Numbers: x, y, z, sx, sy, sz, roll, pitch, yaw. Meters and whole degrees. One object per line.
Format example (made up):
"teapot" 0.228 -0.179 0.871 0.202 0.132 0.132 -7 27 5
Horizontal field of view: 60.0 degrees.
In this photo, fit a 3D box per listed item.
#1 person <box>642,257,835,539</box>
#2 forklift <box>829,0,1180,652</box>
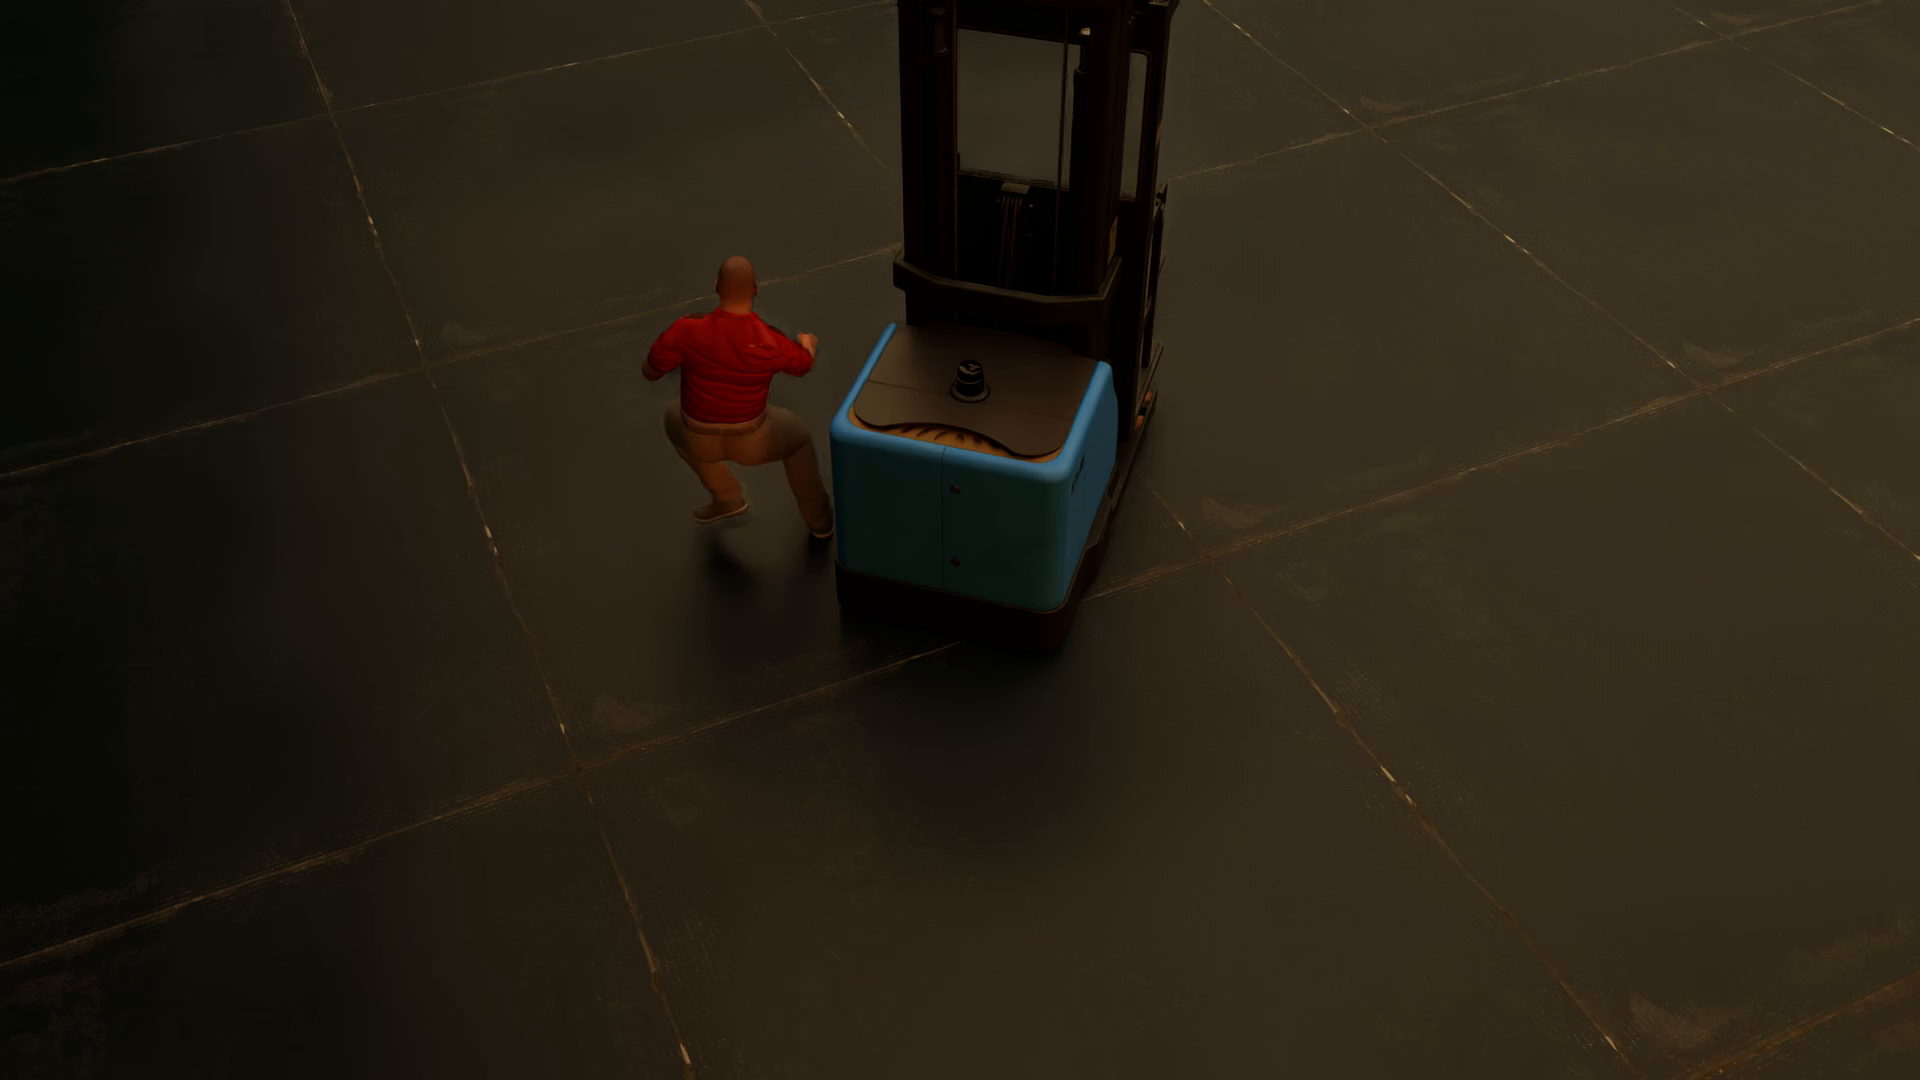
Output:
"person" -0.993 -0.660 7.386 0.804 1.562 0.703 -1 43 -1
"forklift" 0.370 -1.608 7.403 1.130 2.935 3.031 12 44 12
